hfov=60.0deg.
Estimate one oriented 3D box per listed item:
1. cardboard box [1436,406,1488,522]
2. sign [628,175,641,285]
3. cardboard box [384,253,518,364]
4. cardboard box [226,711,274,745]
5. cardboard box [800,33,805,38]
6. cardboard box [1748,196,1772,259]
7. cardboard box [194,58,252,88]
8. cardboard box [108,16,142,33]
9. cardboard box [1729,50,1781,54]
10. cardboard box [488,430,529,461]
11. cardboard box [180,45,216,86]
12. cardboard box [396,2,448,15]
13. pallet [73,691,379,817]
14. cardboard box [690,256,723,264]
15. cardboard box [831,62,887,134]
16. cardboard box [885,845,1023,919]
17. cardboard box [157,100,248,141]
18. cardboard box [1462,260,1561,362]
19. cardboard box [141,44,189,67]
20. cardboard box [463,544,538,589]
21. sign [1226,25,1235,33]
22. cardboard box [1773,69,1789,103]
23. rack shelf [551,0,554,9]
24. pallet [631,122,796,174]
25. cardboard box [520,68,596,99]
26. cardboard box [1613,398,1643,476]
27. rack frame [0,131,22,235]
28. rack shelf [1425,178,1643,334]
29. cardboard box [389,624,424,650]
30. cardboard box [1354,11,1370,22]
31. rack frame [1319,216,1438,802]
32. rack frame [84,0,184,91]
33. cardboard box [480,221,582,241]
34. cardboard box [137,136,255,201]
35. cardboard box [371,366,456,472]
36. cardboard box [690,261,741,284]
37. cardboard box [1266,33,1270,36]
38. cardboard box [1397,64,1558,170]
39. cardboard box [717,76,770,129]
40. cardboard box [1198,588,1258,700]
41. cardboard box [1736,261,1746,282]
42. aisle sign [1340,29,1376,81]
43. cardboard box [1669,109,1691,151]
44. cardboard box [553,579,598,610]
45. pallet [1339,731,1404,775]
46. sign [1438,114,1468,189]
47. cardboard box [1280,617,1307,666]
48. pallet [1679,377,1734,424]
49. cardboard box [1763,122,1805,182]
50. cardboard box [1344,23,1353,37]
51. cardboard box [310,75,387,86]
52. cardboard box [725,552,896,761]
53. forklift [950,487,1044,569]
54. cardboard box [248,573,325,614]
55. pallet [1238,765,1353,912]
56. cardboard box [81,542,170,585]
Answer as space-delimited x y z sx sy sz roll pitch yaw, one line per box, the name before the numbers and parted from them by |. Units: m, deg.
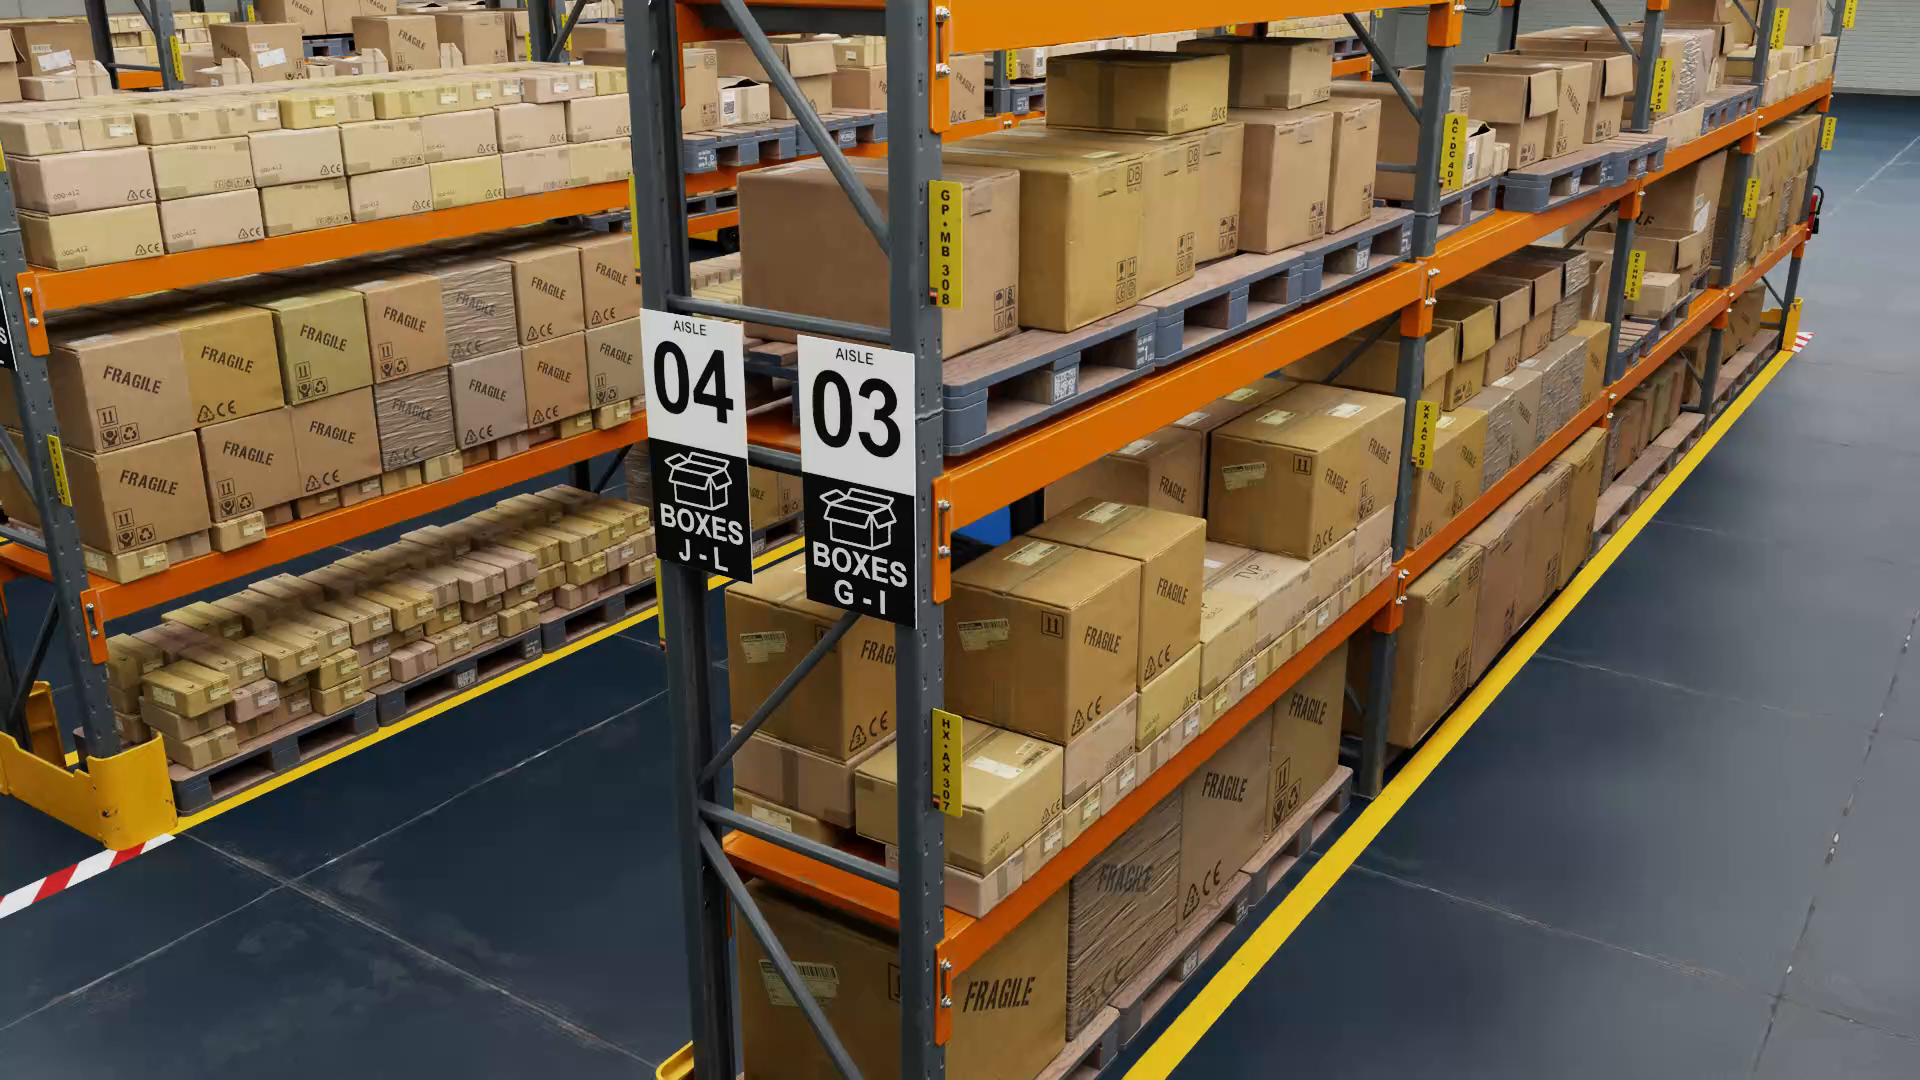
cardboard box | 2.503 -0.441 8.988 0.500 0.500 0.500 13 24 32
sign | -0.934 -0.913 4.924 0.100 0.325 0.005 13 24 32
cardboard box | -2.915 -1.337 9.541 0.500 0.500 0.500 14 24 33
cardboard box | -3.899 0.947 8.886 0.380 0.149 0.250 13 24 32
cardboard box | -1.916 -6.050 19.760 0.500 0.250 0.500 13 24 31
cardboard box | 6.867 -2.901 15.212 0.875 0.500 0.500 13 24 32
cardboard box | -5.869 -3.715 13.249 0.396 0.266 0.258 13 24 31
cardboard box | -8.837 -5.421 17.484 0.380 0.149 0.250 13 24 31
cardboard box | 7.057 -4.260 14.777 0.380 0.149 0.250 14 25 33
cardboard box | -2.804 -0.604 9.936 0.380 0.149 0.250 12 23 30
cardboard box | -6.118 -3.955 13.832 0.500 0.311 0.500 13 24 32
cardboard box | -6.687 -6.494 20.554 0.500 0.311 0.500 12 24 30
pallet | -4.009 1.045 9.135 1.003 0.211 1.213 13 24 32
cardboard box | -2.637 -3.001 19.236 0.950 0.372 0.625 15 25 35
cardboard box | -0.706 -3.262 12.291 0.500 0.500 0.500 13 24 32
cardboard box | -0.020 1.062 5.432 0.380 0.149 0.250 14 24 32
cardboard box | -3.659 -2.024 8.010 0.380 0.149 0.250 14 24 33
cardboard box | 3.212 -1.438 10.239 0.797 0.503 0.637 14 24 33
cardboard box | -8.668 -5.211 17.921 0.500 0.250 0.500 13 24 32
cardboard box | -2.805 0.160 10.154 0.380 0.149 0.250 12 23 29
sign | 2.662 -5.152 16.346 0.100 0.325 0.005 13 24 32
cardboard box | 7.011 -4.030 14.728 0.500 0.250 0.500 13 24 31
rack shelf | -1.165 -4.025 11.788 1.077 0.370 4.000 13 24 32
pallet | -1.854 -2.637 11.018 1.213 0.211 1.003 13 24 32
cardboard box | -2.379 -2.699 9.836 0.380 0.149 0.250 14 24 33
cardboard box | 4.979 -0.869 13.261 0.700 0.500 0.500 16 25 36
rack frame | -4.538 -2.828 6.940 1.000 3.000 0.127 13 24 32
rack shelf | 2.880 -1.809 9.546 1.077 0.370 4.000 13 24 32
cardboard box | -3.343 0.498 9.671 0.380 0.149 0.250 15 25 35
cardboard box | 4.412 -6.130 19.229 0.500 0.250 0.500 14 24 33
rack frame | 1.756 -0.166 8.390 1.000 3.000 0.127 13 24 32
rack frame | -6.440 -4.912 12.574 1.000 3.000 0.127 13 24 32
cardboard box | -2.744 -1.736 10.620 0.500 0.500 0.500 14 24 33
cardboard box | -3.784 -1.811 8.009 0.500 0.250 0.500 13 24 31
cardboard box | -3.210 -0.720 9.315 0.500 0.500 0.500 13 24 30
cardboard box | -1.780 -1.900 11.977 0.380 0.149 0.250 13 24 32
cardboard box | 2.979 -5.175 17.220 0.380 0.149 0.250 13 24 32
cardboard box | 2.874 -2.376 9.286 0.797 0.503 0.637 13 24 31
cardboard box | -1.621 -2.936 11.078 0.500 0.311 0.500 13 24 31
cardboard box | 0.862 0.383 6.694 0.500 0.250 0.500 13 24 31
cardboard box | 6.774 -2.416 14.834 0.380 0.149 0.250 13 24 32
aisle sign | 4.744 -5.786 19.837 0.394 0.787 0.004 13 24 32
cardboard box | 4.768 -2.883 11.627 0.500 0.250 0.500 14 24 33
cardboard box | -2.538 0.303 10.625 0.380 0.149 0.250 12 24 30
pallet | 2.127 0.906 9.512 1.003 0.211 1.213 13 24 32
sign | 2.216 -1.745 7.475 0.100 0.325 0.005 13 24 32
cardboard box | 1.277 0.399 7.226 0.380 0.149 0.250 14 24 33
pallet | 6.601 -1.353 15.619 1.003 0.211 1.213 13 24 32
cardboard box | 7.837 -3.771 16.121 0.500 0.500 0.500 13 24 32
cardboard box | 4.264 -5.831 18.993 0.380 0.149 0.250 14 24 33
cardboard box | -3.432 -2.516 9.341 0.380 0.149 0.250 15 25 34
cardboard box | -0.436 0.370 5.648 0.500 0.500 0.500 14 24 32
forklift | 1.016 -1.020 10.798 1.130 2.935 3.031 -19 28 -41
cardboard box | -3.918 0.335 9.681 0.380 0.149 0.250 14 25 34
pallet | 1.264 1.345 8.325 1.003 0.211 1.213 13 24 32
cardboard box | -4.085 0.074 8.103 0.380 0.149 0.250 13 24 31
